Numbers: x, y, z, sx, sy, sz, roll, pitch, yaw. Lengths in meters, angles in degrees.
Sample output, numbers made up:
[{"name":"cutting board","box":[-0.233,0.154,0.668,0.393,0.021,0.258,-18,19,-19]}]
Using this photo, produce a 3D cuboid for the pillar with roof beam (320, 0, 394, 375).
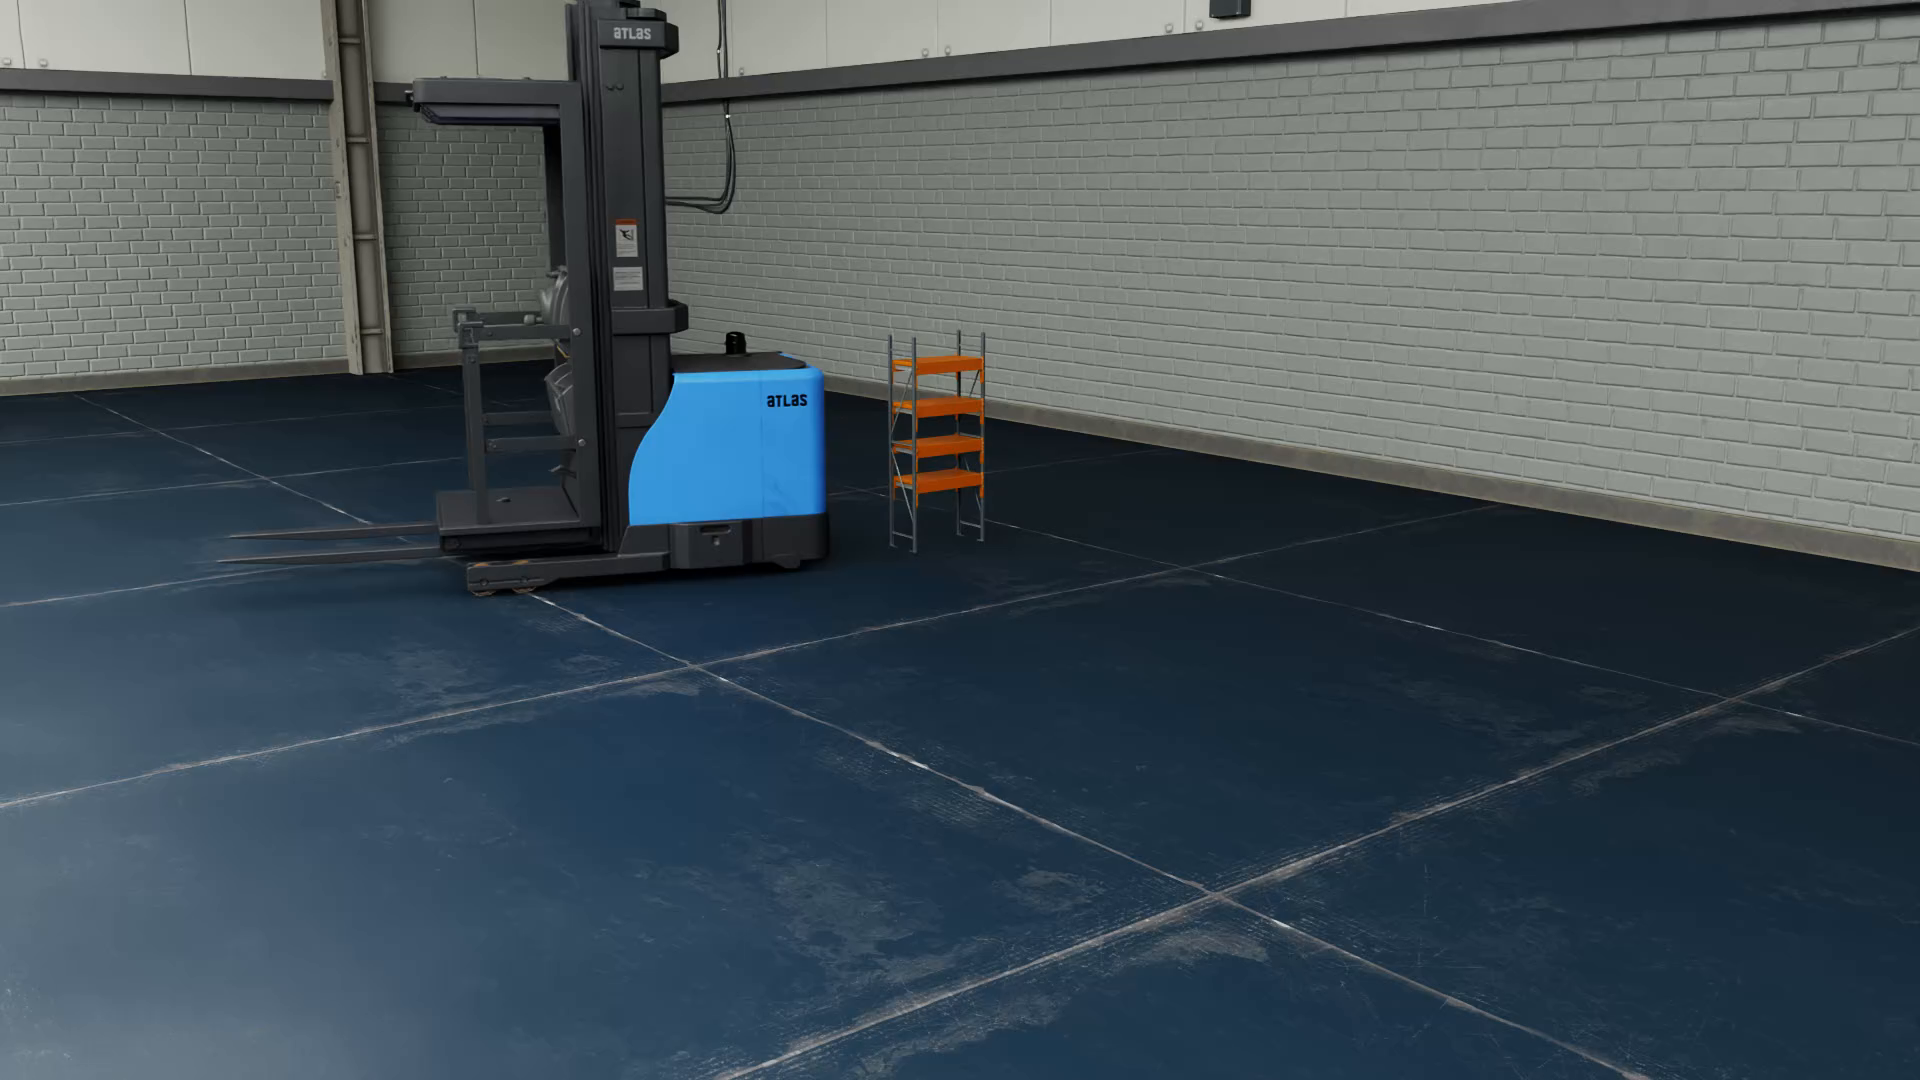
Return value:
[{"name":"pillar with roof beam","box":[-3.801,-5.552,14.112,0.400,9.000,9.100,-9,15,-38]}]

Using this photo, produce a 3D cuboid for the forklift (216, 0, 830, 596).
[{"name":"forklift","box":[-2.272,-1.275,8.576,3.031,2.935,1.130,-4,13,-18]}]

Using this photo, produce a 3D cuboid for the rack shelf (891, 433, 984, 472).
[{"name":"rack shelf","box":[-0.129,-0.500,9.417,0.480,0.148,0.258,-9,15,-38]}]

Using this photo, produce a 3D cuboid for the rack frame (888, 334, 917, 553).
[{"name":"rack frame","box":[-0.320,-0.534,9.254,0.015,1.200,0.240,-9,15,-38]}]

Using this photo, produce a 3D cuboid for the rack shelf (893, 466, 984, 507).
[{"name":"rack shelf","box":[-0.129,-0.305,9.458,0.480,0.148,0.258,-9,15,-38]}]

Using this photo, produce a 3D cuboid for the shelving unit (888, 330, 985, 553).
[{"name":"shelving unit","box":[-0.129,-0.565,9.403,0.503,1.200,0.258,-9,15,-38]}]

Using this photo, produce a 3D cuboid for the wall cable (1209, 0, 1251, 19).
[{"name":"wall cable","box":[2.554,-6.540,10.576,0.169,6.003,2.305,-9,15,-38]}]

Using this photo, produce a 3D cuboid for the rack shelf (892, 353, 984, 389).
[{"name":"rack shelf","box":[-0.129,-0.950,9.321,0.480,0.148,0.258,-9,15,-38]}]

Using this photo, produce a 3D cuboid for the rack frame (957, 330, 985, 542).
[{"name":"rack frame","box":[0.061,-0.597,9.552,0.015,1.200,0.240,-9,15,-38]}]

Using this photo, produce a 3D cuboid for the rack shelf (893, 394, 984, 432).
[{"name":"rack shelf","box":[-0.129,-0.718,9.371,0.480,0.148,0.258,-9,15,-38]}]

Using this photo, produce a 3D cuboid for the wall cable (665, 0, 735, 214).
[{"name":"wall cable","box":[-3.364,-4.899,18.513,0.112,2.526,3.097,-9,15,-38]}]
